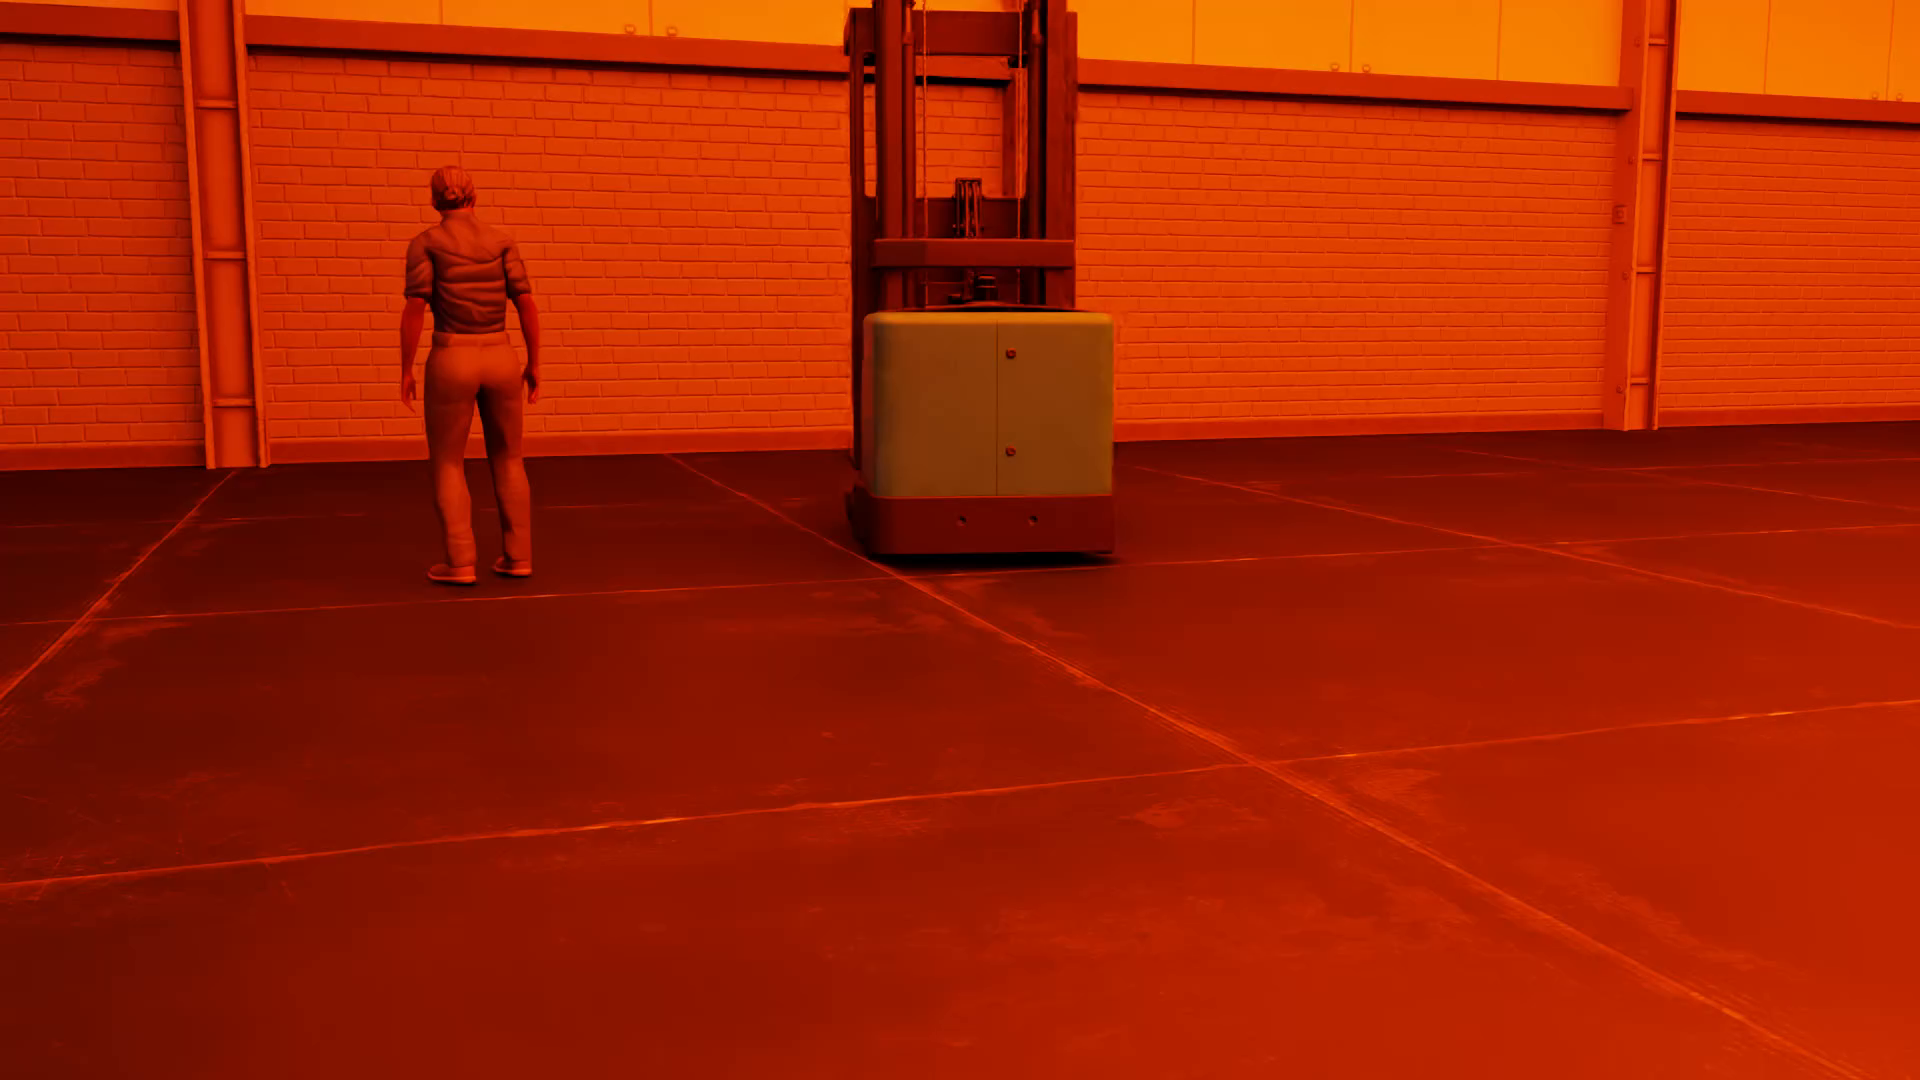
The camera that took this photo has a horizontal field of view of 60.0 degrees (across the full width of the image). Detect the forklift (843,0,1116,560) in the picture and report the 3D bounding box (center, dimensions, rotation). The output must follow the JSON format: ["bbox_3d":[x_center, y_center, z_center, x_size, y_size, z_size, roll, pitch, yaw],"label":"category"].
[{"bbox_3d":[-0.012,-1.529,8.293,1.130,2.935,3.031,-1,8,-6],"label":"forklift"}]

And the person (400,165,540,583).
[{"bbox_3d":[-1.960,-0.660,6.658,0.563,1.651,0.382,-5,9,-33],"label":"person"}]
